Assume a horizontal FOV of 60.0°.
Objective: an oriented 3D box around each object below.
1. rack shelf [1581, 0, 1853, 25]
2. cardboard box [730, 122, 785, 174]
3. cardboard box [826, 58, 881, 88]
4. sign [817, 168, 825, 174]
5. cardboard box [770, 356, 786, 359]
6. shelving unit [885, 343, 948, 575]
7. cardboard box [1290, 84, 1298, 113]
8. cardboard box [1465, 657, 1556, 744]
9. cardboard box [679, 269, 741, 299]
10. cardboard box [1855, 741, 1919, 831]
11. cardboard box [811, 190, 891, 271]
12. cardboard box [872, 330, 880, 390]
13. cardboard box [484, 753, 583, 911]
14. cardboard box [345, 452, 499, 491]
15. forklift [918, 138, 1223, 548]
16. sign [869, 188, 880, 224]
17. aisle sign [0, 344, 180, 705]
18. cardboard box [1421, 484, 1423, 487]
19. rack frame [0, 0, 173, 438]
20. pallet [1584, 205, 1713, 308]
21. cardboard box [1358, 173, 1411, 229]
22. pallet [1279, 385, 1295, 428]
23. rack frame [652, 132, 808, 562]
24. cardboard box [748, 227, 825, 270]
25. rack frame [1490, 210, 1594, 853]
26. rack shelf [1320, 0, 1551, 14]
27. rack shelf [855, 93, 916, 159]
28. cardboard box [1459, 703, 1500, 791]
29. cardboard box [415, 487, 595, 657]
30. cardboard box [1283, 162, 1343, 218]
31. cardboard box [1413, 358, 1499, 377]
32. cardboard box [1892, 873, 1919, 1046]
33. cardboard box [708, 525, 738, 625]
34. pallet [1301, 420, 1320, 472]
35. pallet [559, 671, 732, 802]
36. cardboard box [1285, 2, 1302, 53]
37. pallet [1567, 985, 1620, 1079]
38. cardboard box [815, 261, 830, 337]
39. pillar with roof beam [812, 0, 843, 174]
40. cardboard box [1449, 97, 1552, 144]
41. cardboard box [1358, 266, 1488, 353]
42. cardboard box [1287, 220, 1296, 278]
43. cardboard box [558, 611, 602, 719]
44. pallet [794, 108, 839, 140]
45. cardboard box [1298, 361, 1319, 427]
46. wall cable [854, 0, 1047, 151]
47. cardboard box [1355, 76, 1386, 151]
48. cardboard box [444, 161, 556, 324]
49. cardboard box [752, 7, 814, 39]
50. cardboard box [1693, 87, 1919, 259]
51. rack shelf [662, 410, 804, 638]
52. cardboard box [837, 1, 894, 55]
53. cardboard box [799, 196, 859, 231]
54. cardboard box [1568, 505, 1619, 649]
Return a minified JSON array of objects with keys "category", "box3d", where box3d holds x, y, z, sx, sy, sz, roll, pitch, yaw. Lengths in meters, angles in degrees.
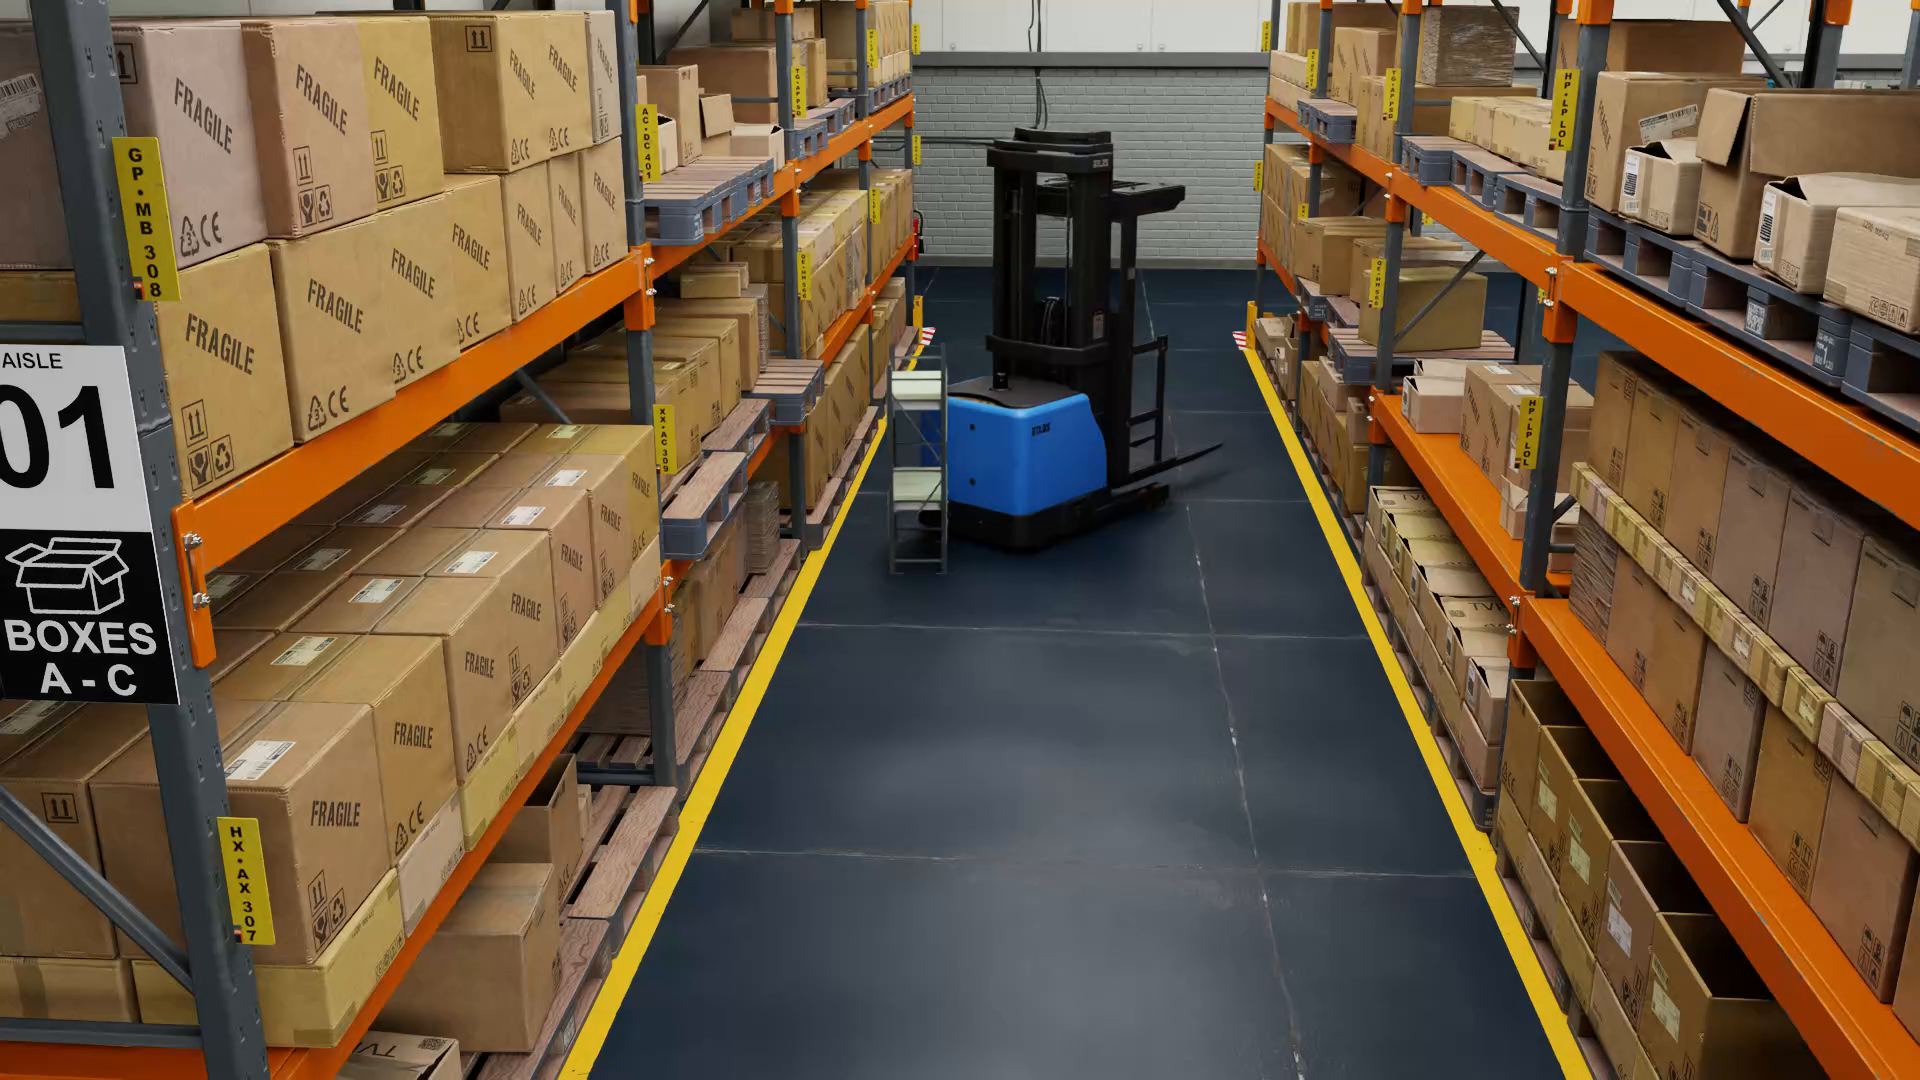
[{"category":"rack shelf","box3d":[2.901,-1.646,4.793,1.077,0.370,4.000,1,18,4]},{"category":"cardboard box","box3d":[-1.392,-2.463,10.417,0.500,0.311,0.500,1,18,4]},{"category":"cardboard box","box3d":[-1.011,-4.352,15.477,0.500,0.250,0.500,1,18,4]},{"category":"sign","box3d":[-1.589,-4.248,19.053,0.100,0.325,0.005,1,18,4]},{"category":"cardboard box","box3d":[-1.355,-1.287,11.906,0.380,0.149,0.250,1,18,3]},{"category":"shelving unit","box3d":[-0.298,-0.583,11.795,0.431,1.500,0.755,0,18,-1]},{"category":"cardboard box","box3d":[3.461,-4.255,16.014,0.500,0.250,0.500,1,18,4]},{"category":"cardboard box","box3d":[2.788,0.760,8.127,0.500,0.311,0.500,1,18,4]},{"category":"cardboard box","box3d":[-1.613,-1.657,10.754,0.380,0.149,0.250,-2,18,-5]},{"category":"cardboard box","box3d":[2.631,0.654,4.406,0.380,0.149,0.250,1,18,3]},{"category":"cardboard box","box3d":[-1.210,-3.080,16.523,0.980,0.700,0.700,1,18,3]},{"category":"cardboard box","box3d":[-1.167,-1.784,16.391,0.700,0.500,0.500,2,18,5]},{"category":"cardboard box","box3d":[-1.931,1.244,7.117,0.500,0.500,0.500,0,18,0]},{"category":"cardboard box","box3d":[-2.179,-0.051,6.765,0.500,0.500,0.500,1,18,4]},{"category":"forklift","box3d":[1.021,-1.689,12.972,1.129,2.867,3.031,15,23,38]},{"category":"sign","box3d":[-0.781,-3.046,15.169,0.100,0.325,0.005,1,18,4]},{"category":"aisle sign","box3d":[-1.889,-0.022,3.498,0.394,0.787,0.004,1,18,4]},{"category":"cardboard box","box3d":[3.681,-0.510,12.469,0.500,0.500,0.500,1,18,2]},{"category":"rack frame","box3d":[-2.183,-1.666,3.057,1.000,3.000,0.127,1,18,4]},{"category":"pallet","box3d":[3.009,-1.066,6.185,1.003,0.211,1.213,1,18,4]},{"category":"cardboard box","box3d":[3.933,-3.096,15.287,0.500,0.500,0.500,2,18,5]},{"category":"pallet","box3d":[3.668,-1.321,16.116,1.003,0.211,1.213,1,18,4]},{"category":"rack frame","box3d":[-1.610,-1.300,11.574,1.000,3.000,0.127,1,18,4]},{"category":"cardboard box","box3d":[-1.282,-2.157,12.314,0.500,0.250,0.500,1,18,3]},{"category":"rack frame","box3d":[3.045,0.052,7.448,1.000,3.000,0.127,1,18,4]},{"category":"rack shelf","box3d":[3.475,-4.131,12.376,1.077,0.370,4.000,1,18,4]},{"category":"rack shelf","box3d":[-1.180,-4.247,16.906,1.077,0.370,4.000,1,18,4]},{"category":"cardboard box","box3d":[2.785,1.023,8.224,0.500,0.250,0.500,1,18,3]},{"category":"cardboard box","box3d":[-1.699,0.113,6.267,0.500,0.500,0.500,1,18,2]},{"category":"cardboard box","box3d":[3.467,-3.434,16.320,0.500,0.500,0.500,1,18,4]},{"category":"cardboard box","box3d":[3.262,-1.036,10.912,0.500,0.311,0.500,2,18,7]},{"category":"cardboard box","box3d":[2.804,1.102,4.083,0.700,0.500,0.500,1,18,4]},{"category":"cardboard box","box3d":[-1.770,0.216,10.255,0.700,0.500,0.500,1,18,4]},{"category":"pallet","box3d":[3.598,-0.854,14.692,1.003,0.211,1.213,1,18,4]},{"category":"pallet","box3d":[-1.842,1.025,8.955,1.003,0.211,1.213,1,18,4]},{"category":"cardboard box","box3d":[3.764,-5.310,17.228,0.700,0.500,0.500,1,18,4]},{"category":"pallet","box3d":[2.861,2.003,5.972,1.003,0.211,1.213,1,18,4]},{"category":"cardboard box","box3d":[-1.273,-1.806,12.447,0.500,0.500,0.500,2,18,6]},{"category":"pillar with roof beam","box3d":[2.588,-7.397,20.547,9.100,9.000,0.400,1,18,4]},{"category":"cardboard box","box3d":[3.355,-2.602,10.297,0.500,0.250,0.500,0,18,0]},{"category":"cardboard box","box3d":[3.264,-1.636,11.763,0.700,0.500,0.500,-5,19,-15]},{"category":"cardboard box","box3d":[3.434,-2.802,15.996,0.500,0.500,0.500,2,18,5]},{"category":"cardboard box","box3d":[-1.693,0.469,6.384,0.500,0.250,0.500,1,18,4]},{"category":"pallet","box3d":[-1.539,-3.184,12.810,1.003,0.211,1.213,2,18,6]},{"category":"cardboard box","box3d":[3.340,-1.309,14.910,0.500,0.500,0.500,0,18,1]},{"category":"wall cable","box3d":[-0.274,-6.909,24.042,3.097,2.526,0.112,1,18,4]},{"category":"cardboard box","box3d":[3.403,-3.120,12.149,0.910,0.500,0.500,1,18,4]},{"category":"cardboard box","box3d":[-1.737,-1.048,5.795,0.500,0.500,0.500,1,18,2]},{"category":"cardboard box","box3d":[-1.517,-4.310,13.872,0.500,0.250,0.500,3,18,8]},{"category":"cardboard box","box3d":[2.801,-1.180,5.326,0.797,0.503,0.637,3,18,10]},{"category":"rack shelf","box3d":[-1.753,-0.337,9.790,1.077,0.370,4.000,1,18,4]},{"category":"cardboard box","box3d":[-0.932,-5.029,16.336,0.500,0.500,0.500,1,18,4]},{"category":"cardboard box","box3d":[-1.148,-2.788,14.239,0.500,0.250,0.500,2,18,5]},{"category":"cardboard box","box3d":[3.019,0.142,7.012,0.700,0.500,0.500,1,18,2]}]
